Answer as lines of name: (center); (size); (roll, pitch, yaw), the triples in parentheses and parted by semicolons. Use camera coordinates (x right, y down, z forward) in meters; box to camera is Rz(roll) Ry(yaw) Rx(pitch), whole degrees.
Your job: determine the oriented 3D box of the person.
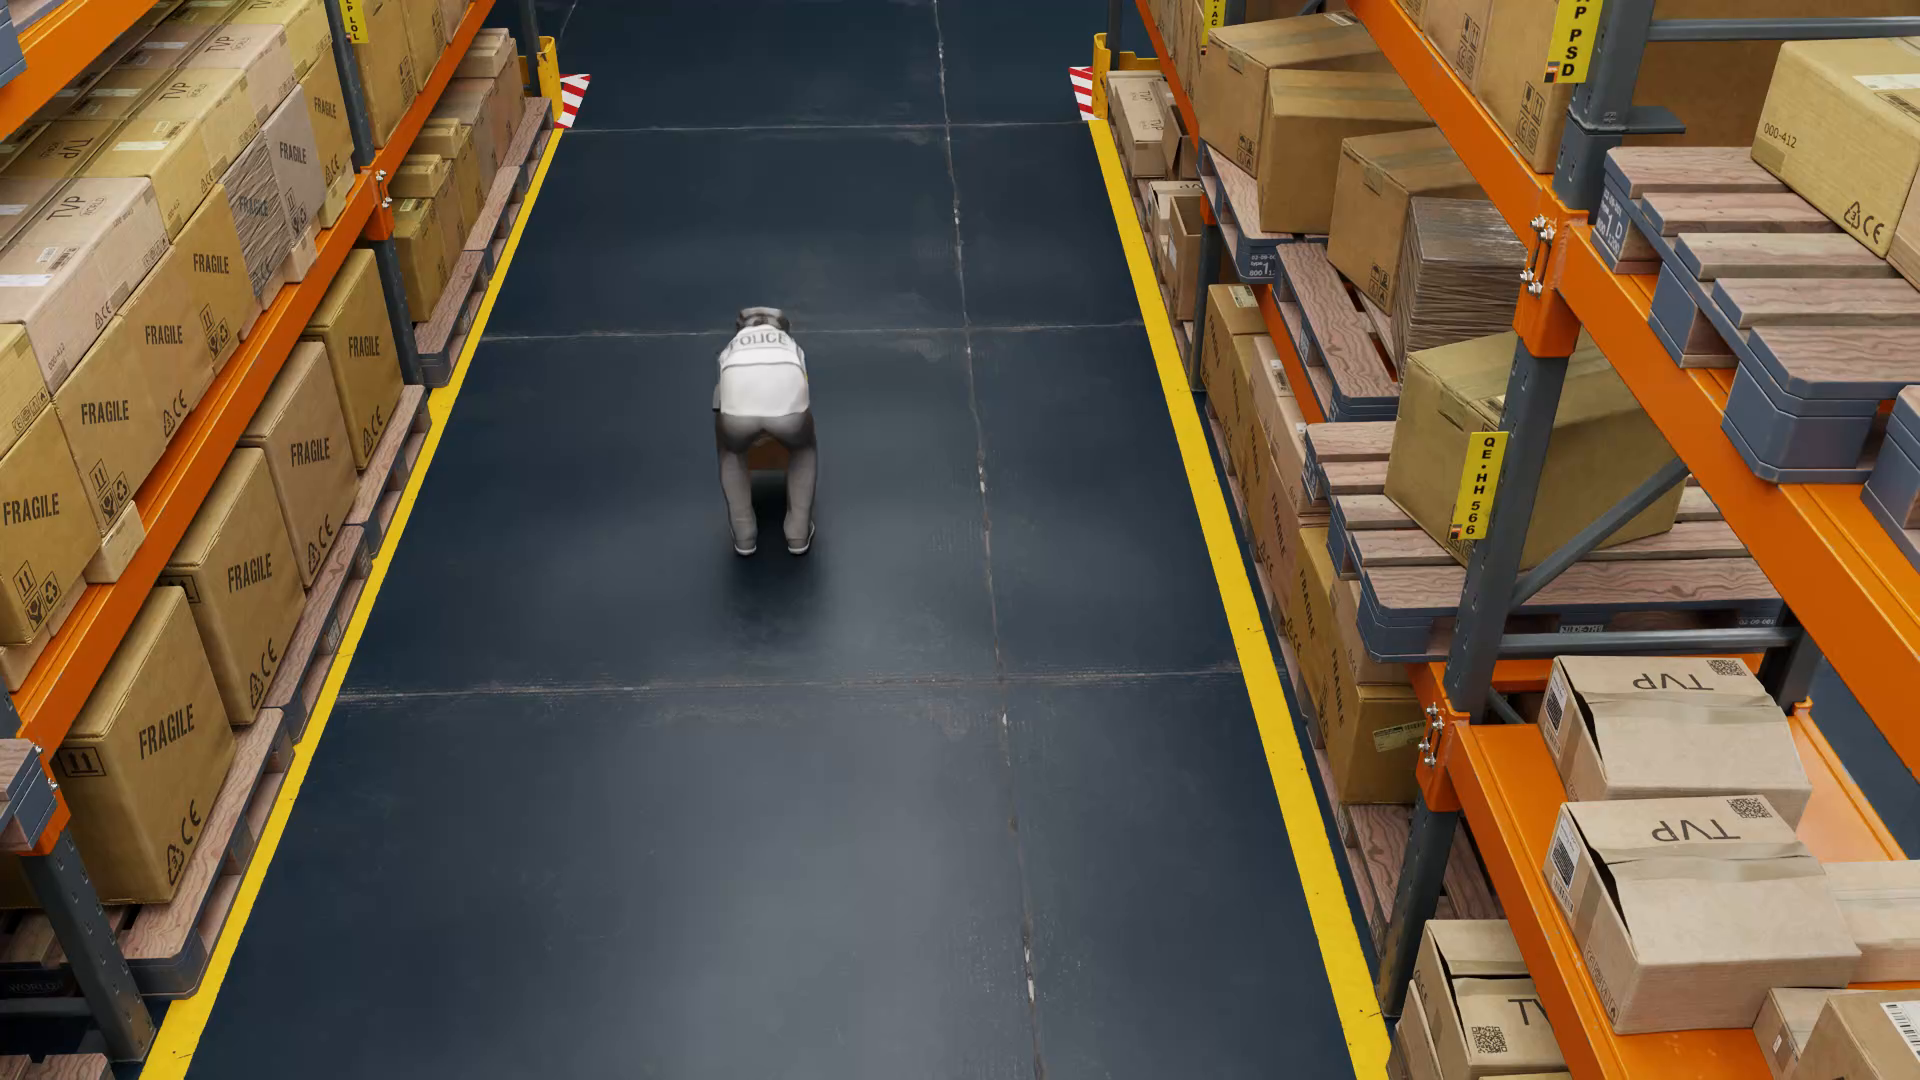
person: (-0.869, -0.520, 7.461); (0.449, 0.987, 0.909); (-3, 36, -4)
